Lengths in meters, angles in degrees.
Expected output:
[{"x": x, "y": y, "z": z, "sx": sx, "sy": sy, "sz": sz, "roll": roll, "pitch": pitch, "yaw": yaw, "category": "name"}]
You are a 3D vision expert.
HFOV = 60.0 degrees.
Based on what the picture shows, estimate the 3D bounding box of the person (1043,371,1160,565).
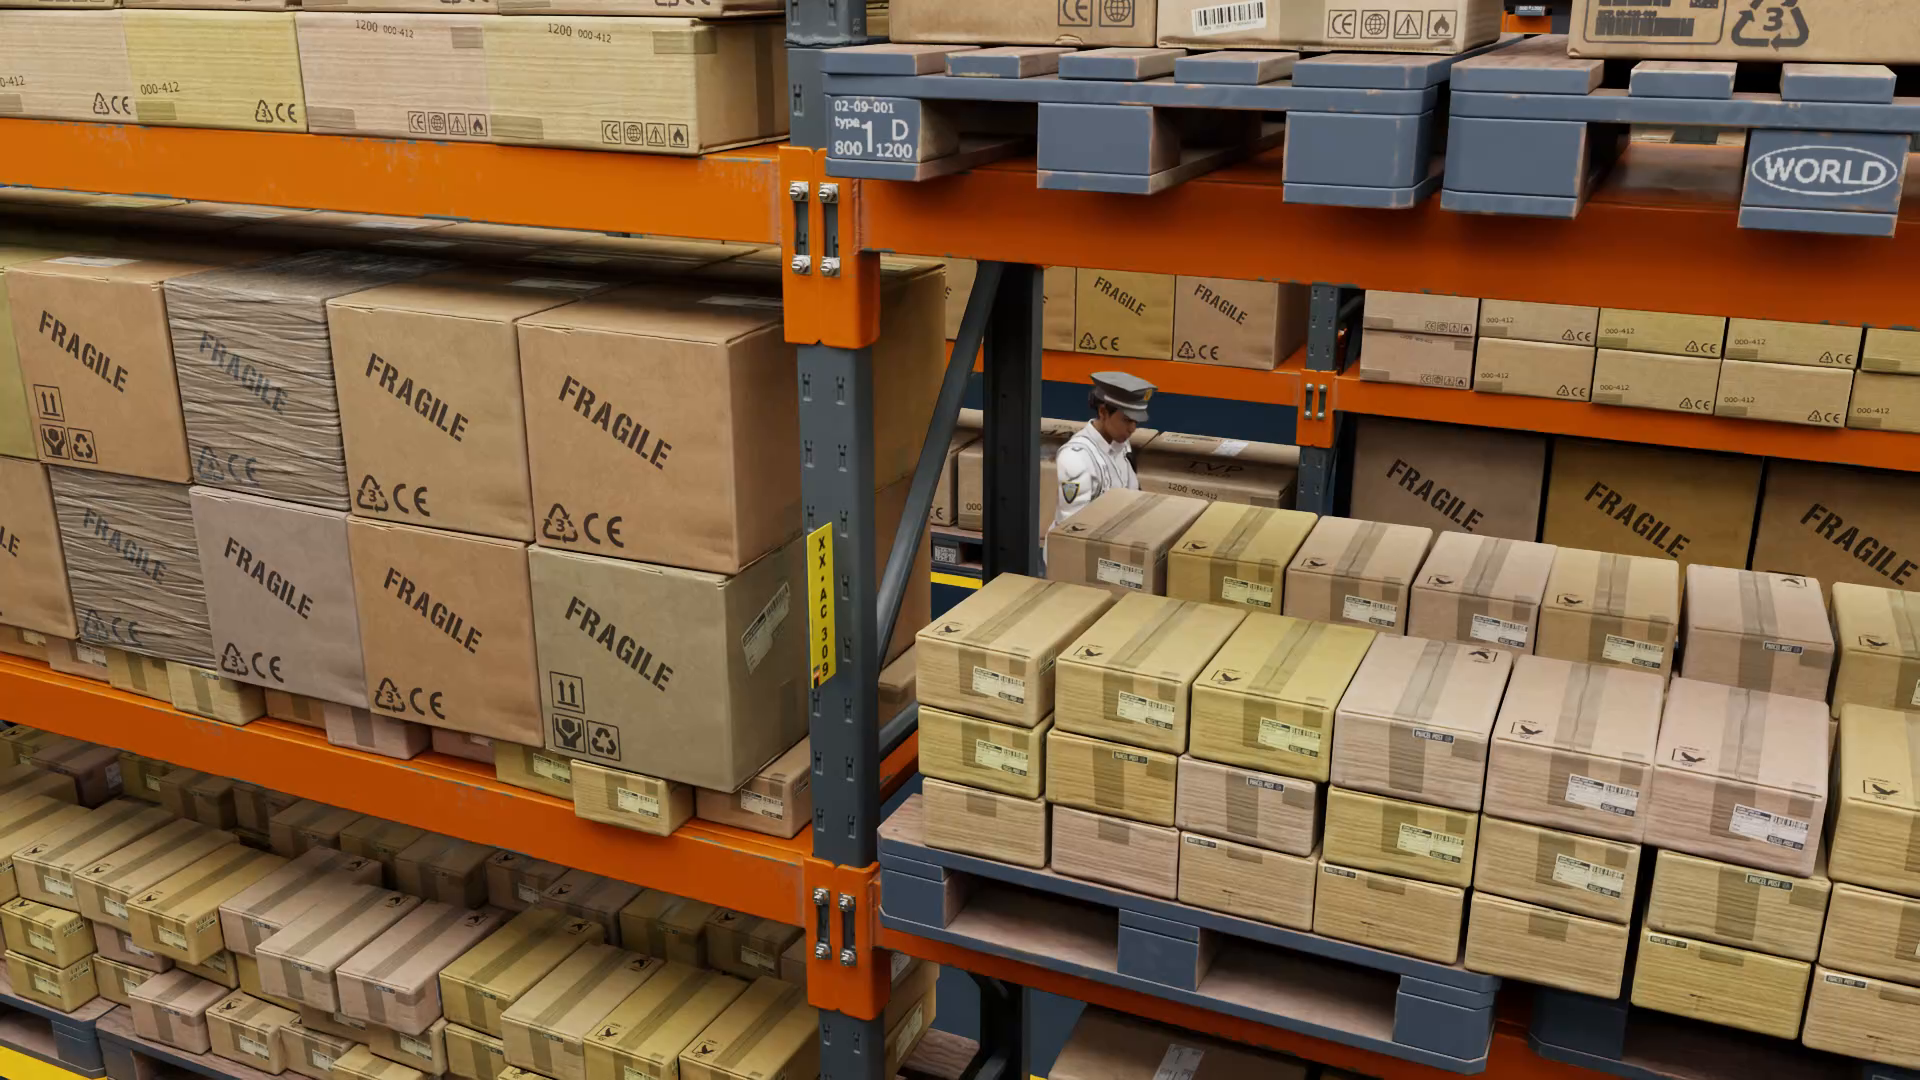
[{"x": 0.548, "y": 0.142, "z": 6.615, "sx": 0.548, "sy": 1.653, "sz": 0.500, "roll": 13, "pitch": 23, "yaw": 33, "category": "person"}]
